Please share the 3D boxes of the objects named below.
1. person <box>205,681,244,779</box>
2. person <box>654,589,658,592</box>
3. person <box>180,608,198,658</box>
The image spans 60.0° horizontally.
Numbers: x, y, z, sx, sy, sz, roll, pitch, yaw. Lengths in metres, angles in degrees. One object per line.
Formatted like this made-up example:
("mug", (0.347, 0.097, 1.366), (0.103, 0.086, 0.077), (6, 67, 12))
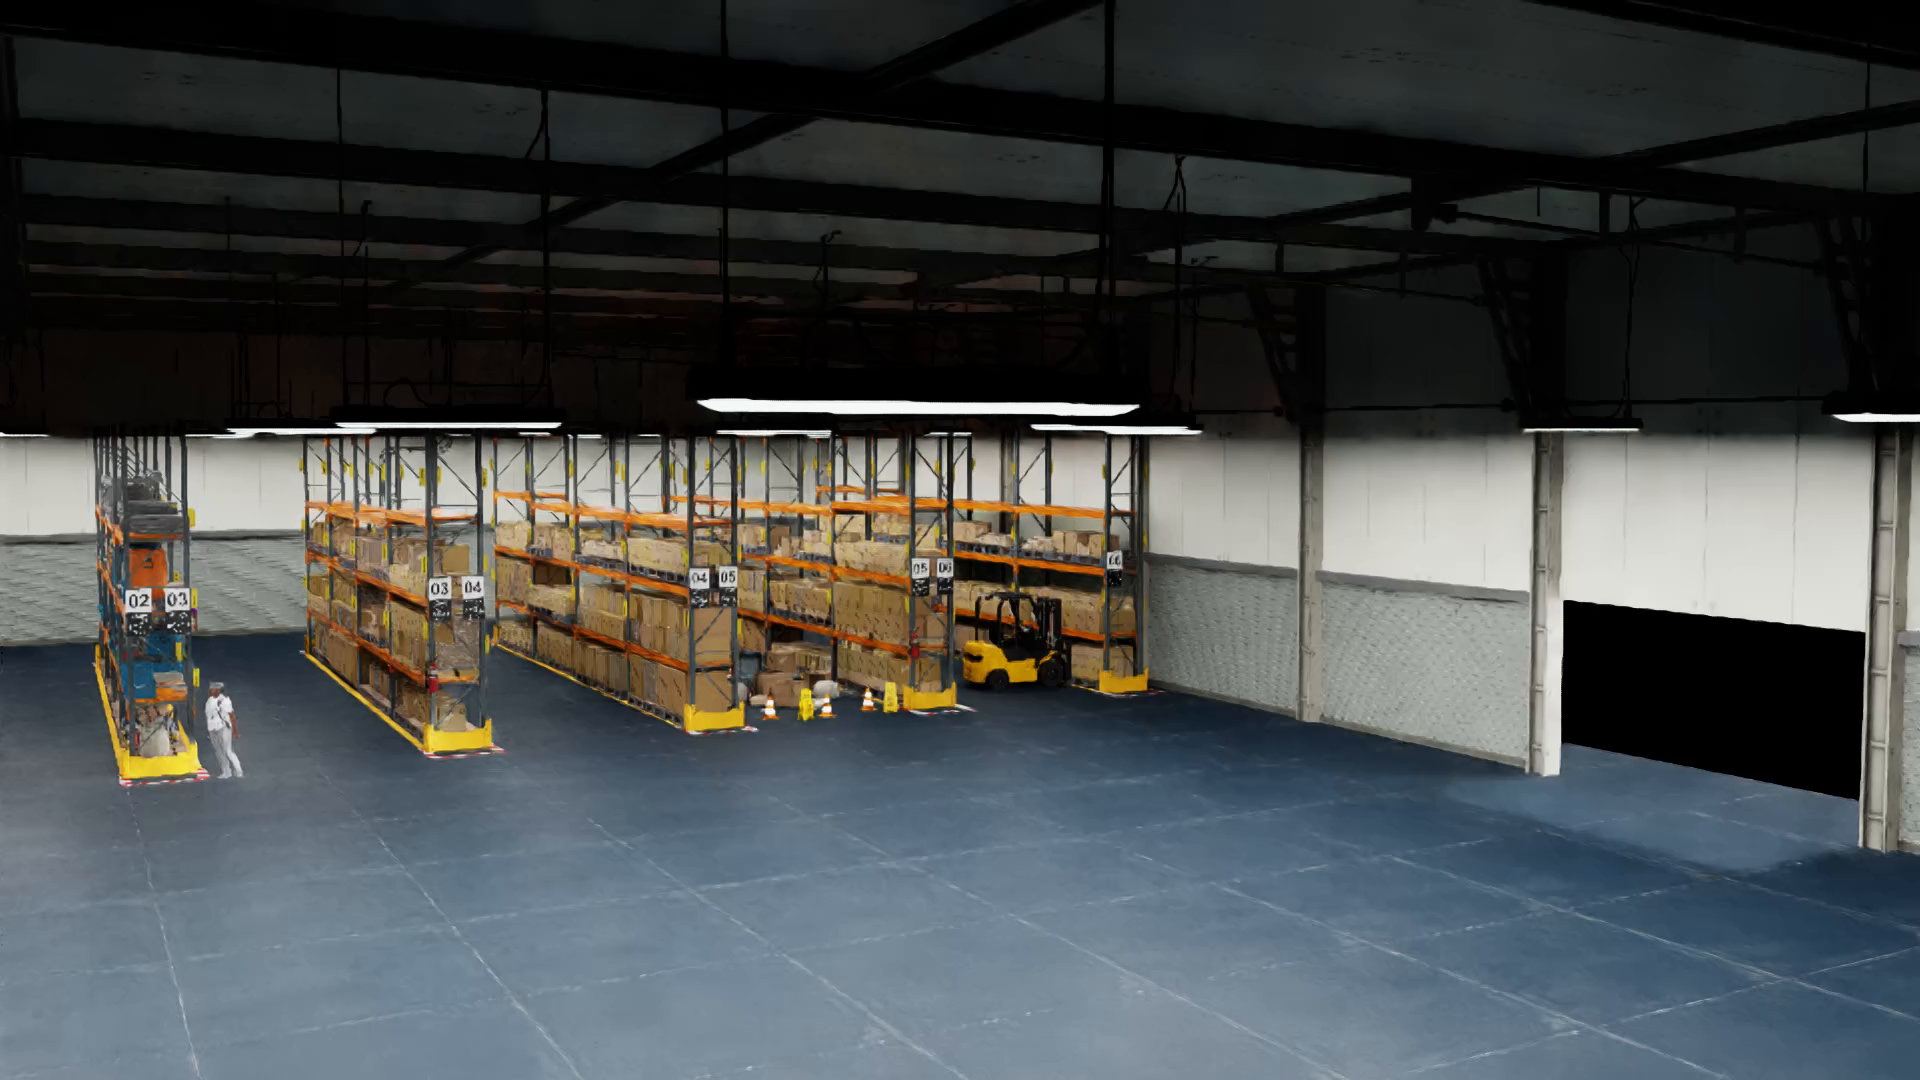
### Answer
("person", (-12.389, 3.191, 28.011), (0.594, 1.667, 0.458), (1, 4, 14))
("person", (-7.991, 2.175, 43.935), (0.594, 1.746, 0.668), (0, 3, -4))
("person", (-20.372, 2.220, 43.738), (0.589, 1.716, 1.043), (-2, 4, -30))
